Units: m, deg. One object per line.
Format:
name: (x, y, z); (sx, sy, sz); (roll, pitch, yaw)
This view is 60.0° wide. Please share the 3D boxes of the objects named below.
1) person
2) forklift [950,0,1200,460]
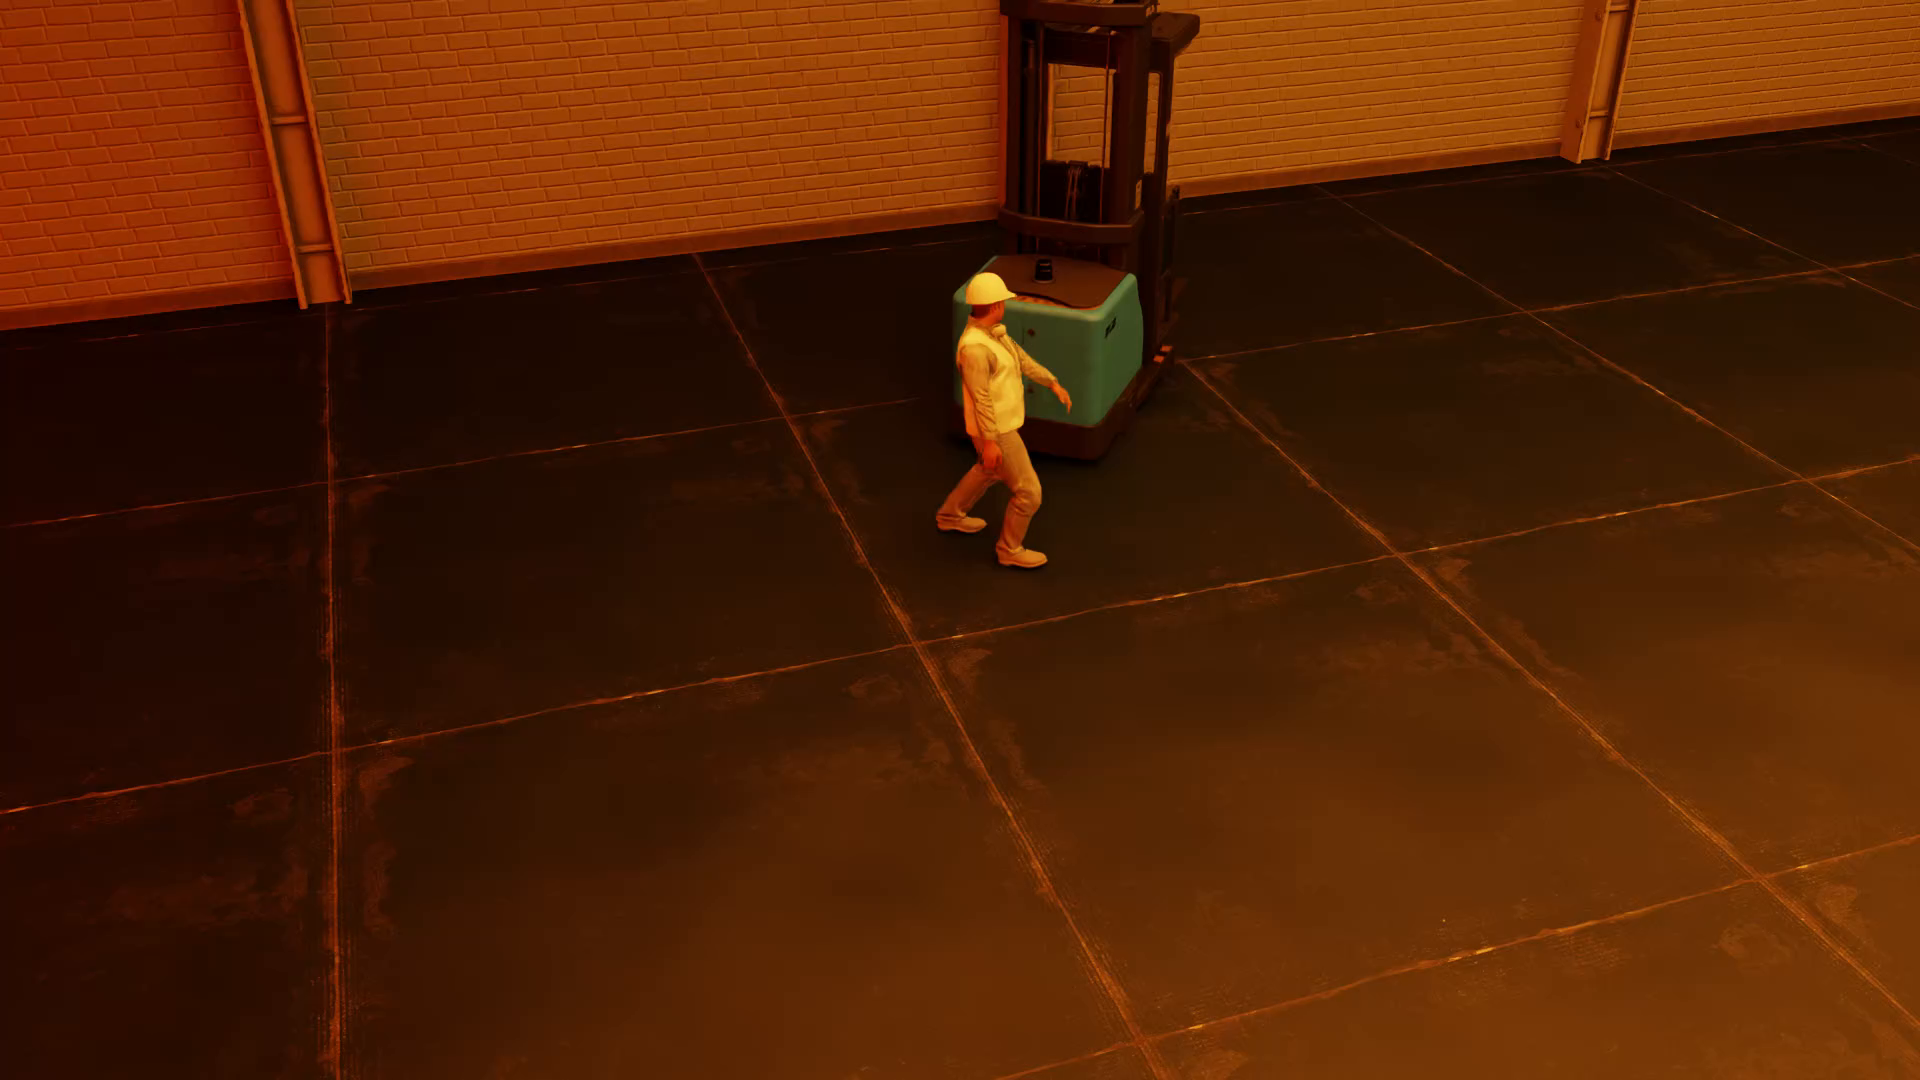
person: (0.239, -0.667, 9.502); (0.792, 1.690, 0.693); (1, 30, 1)
forklift: (0.946, -2.509, 11.447); (1.130, 2.935, 3.031); (11, 32, 18)
